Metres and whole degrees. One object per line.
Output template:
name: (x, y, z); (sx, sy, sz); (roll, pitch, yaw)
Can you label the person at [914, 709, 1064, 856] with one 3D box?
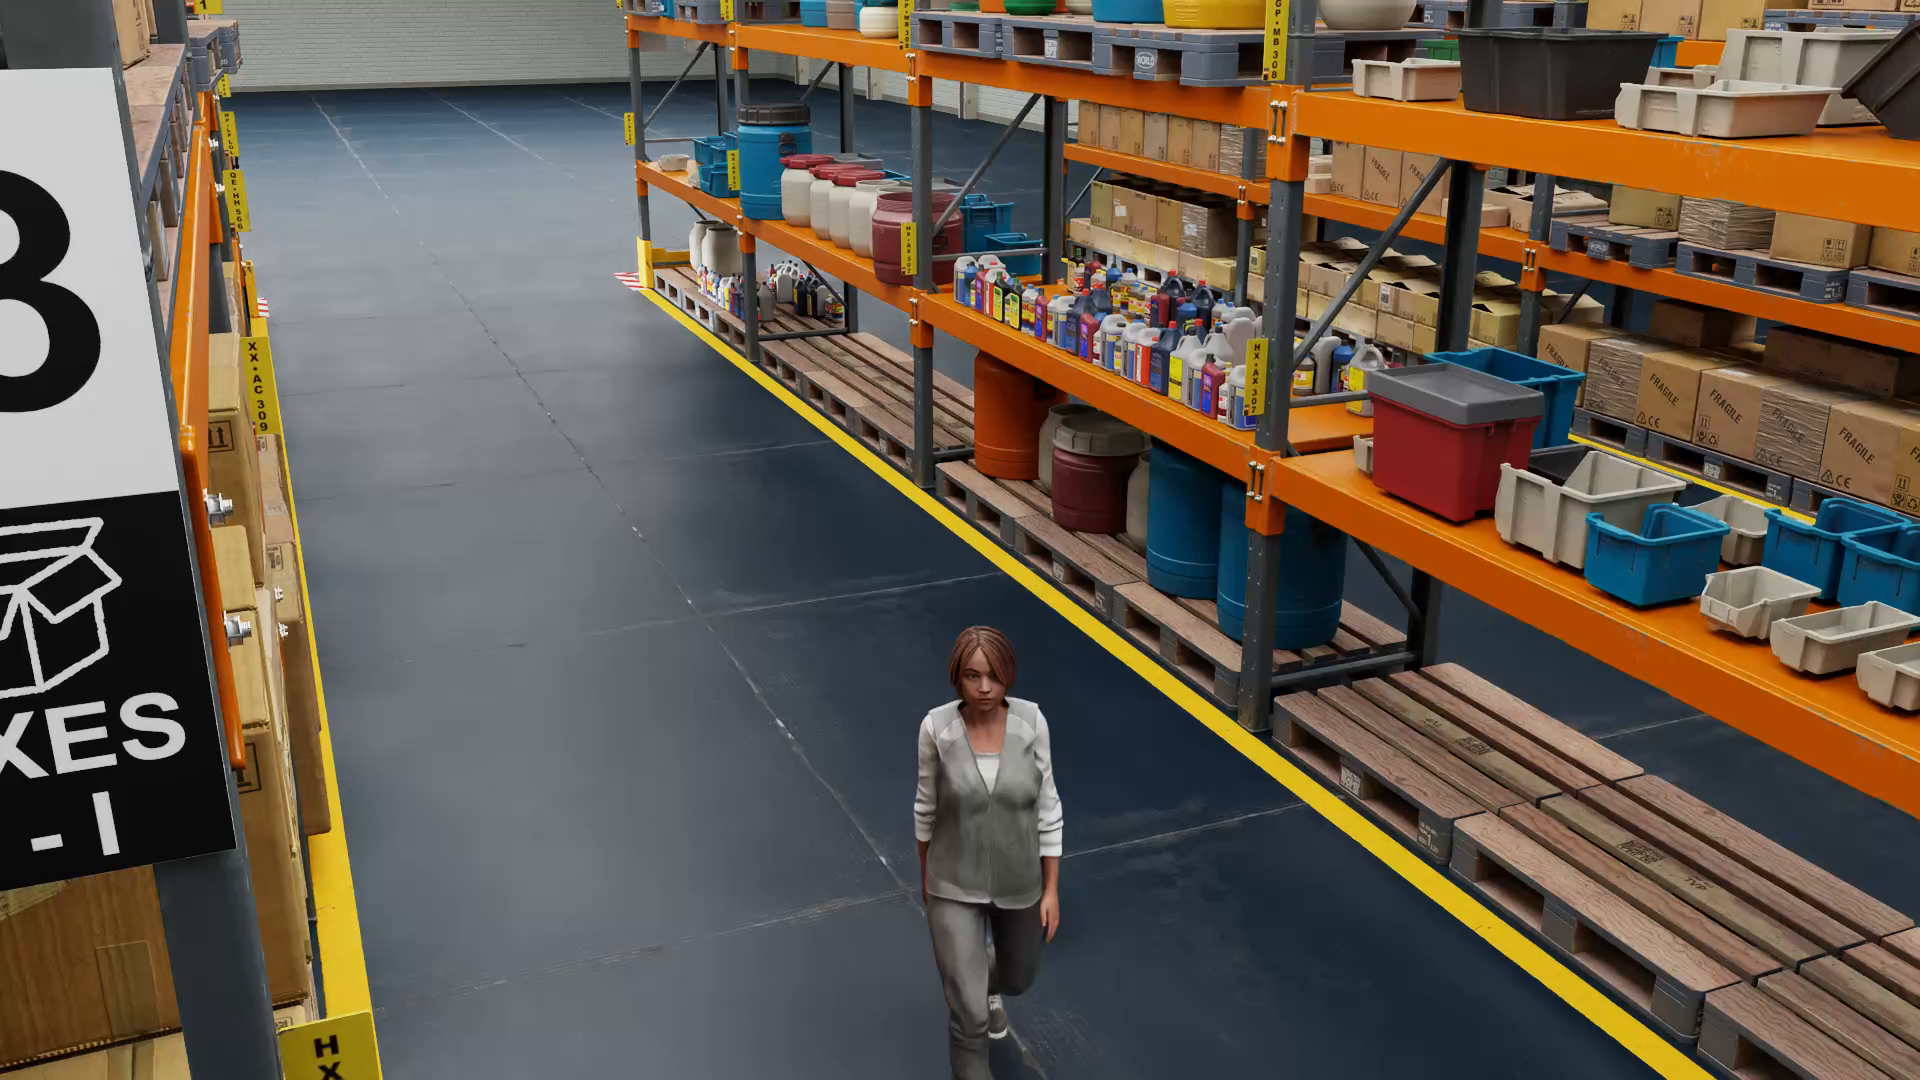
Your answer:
person: (0.085, 0.739, 4.654); (0.411, 0.557, 0.269); (-3, 19, -9)
